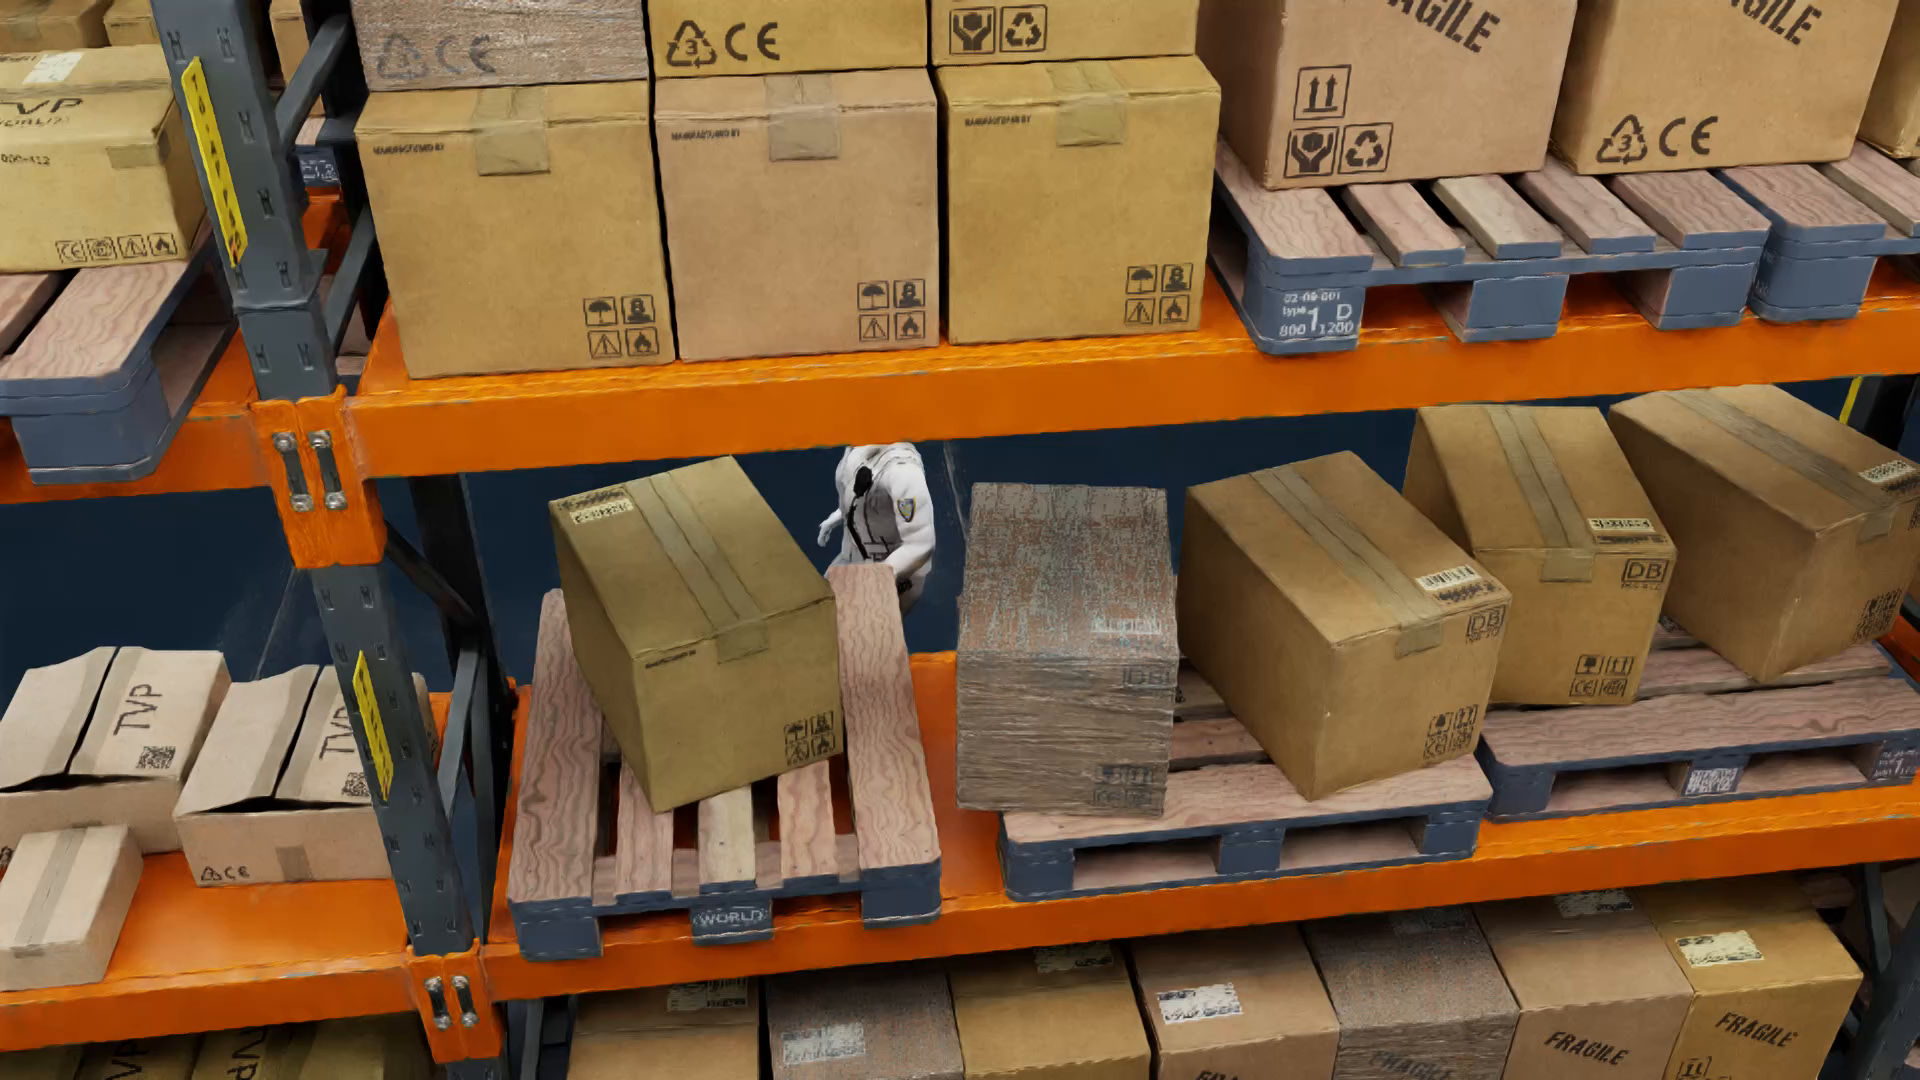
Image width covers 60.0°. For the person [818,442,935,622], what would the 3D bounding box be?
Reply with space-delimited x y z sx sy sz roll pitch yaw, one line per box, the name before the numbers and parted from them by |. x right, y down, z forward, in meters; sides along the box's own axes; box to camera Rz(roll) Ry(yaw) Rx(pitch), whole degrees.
person | -0.325 0.108 5.983 0.467 1.657 0.671 -15 38 -20
